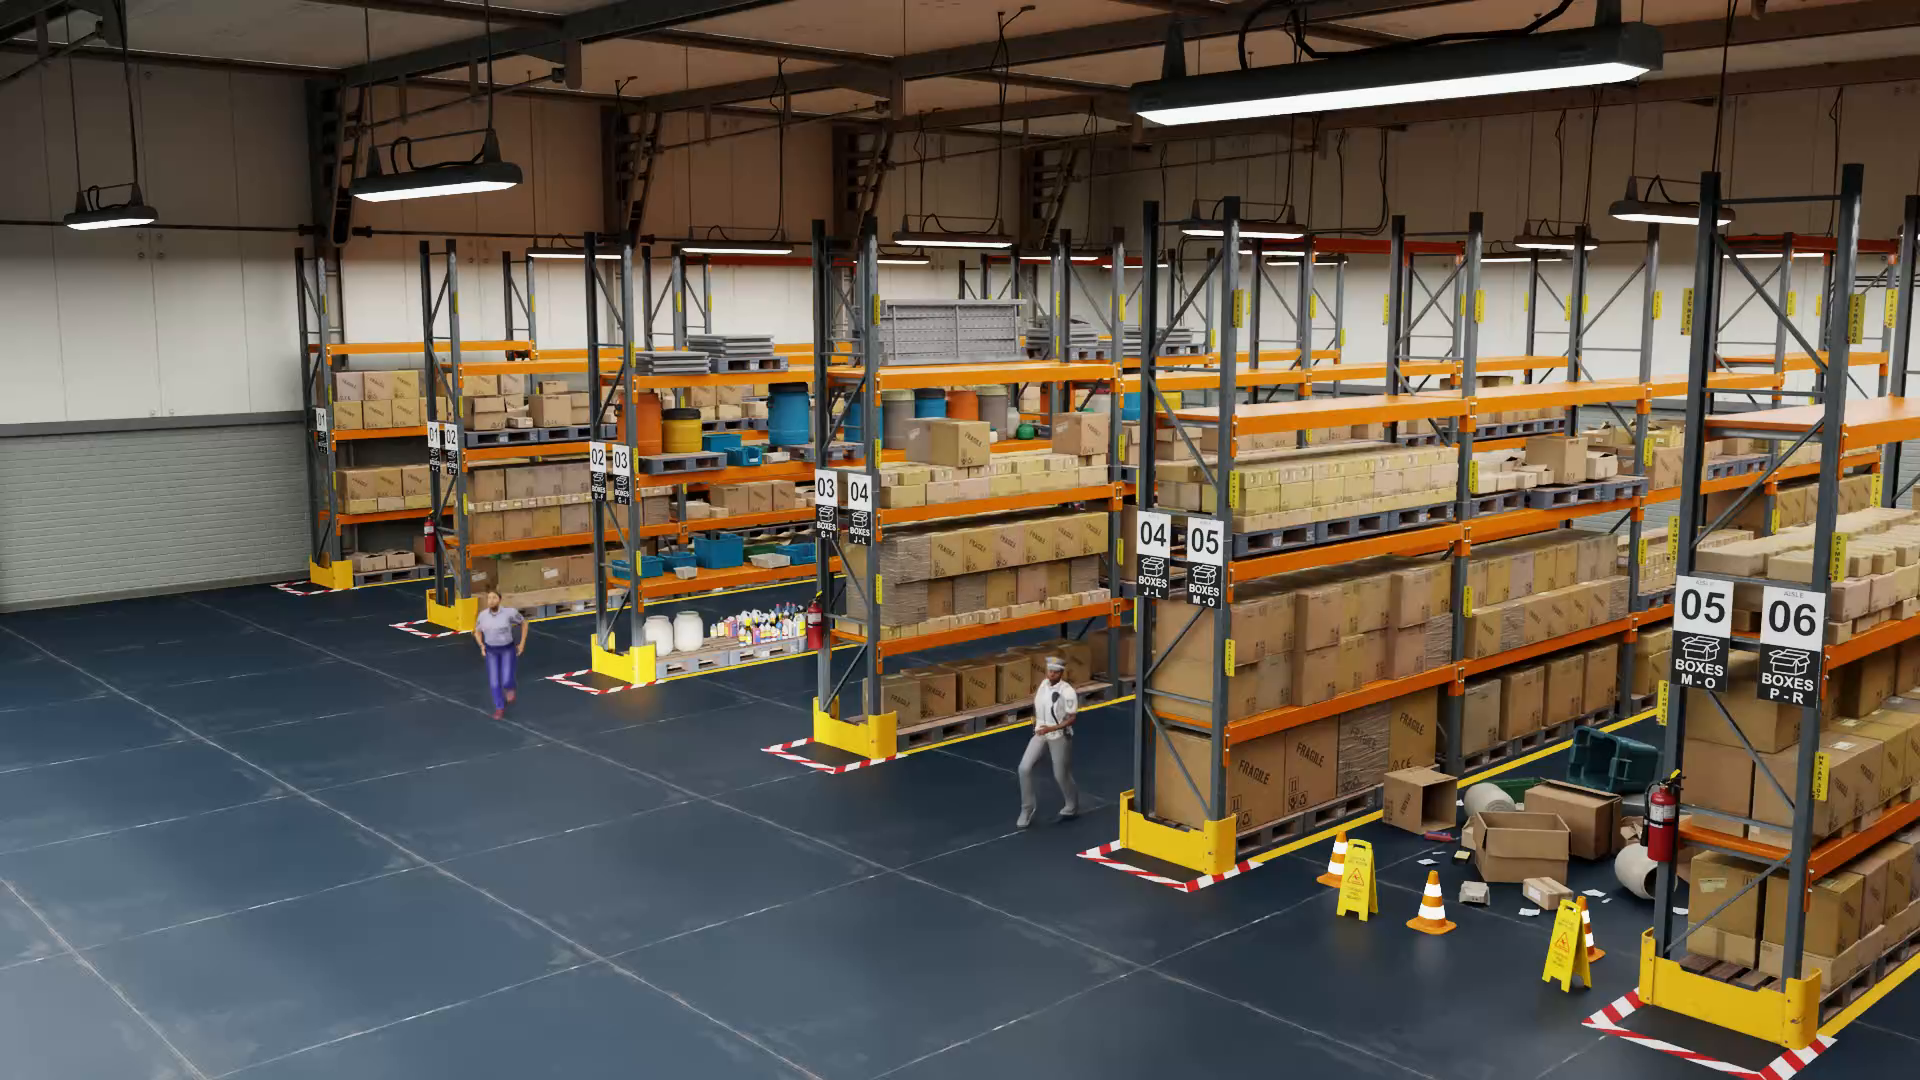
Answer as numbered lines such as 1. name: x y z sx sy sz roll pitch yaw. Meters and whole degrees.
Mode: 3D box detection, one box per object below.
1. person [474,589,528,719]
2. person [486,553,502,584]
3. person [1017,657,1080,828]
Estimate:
1. person: -5.651 1.407 20.444 0.630 1.602 0.594 0 8 -1
2. person: -7.921 0.145 28.307 0.630 1.836 0.764 8 11 42
3. person: 0.920 1.966 16.338 0.581 1.725 0.707 7 11 40
